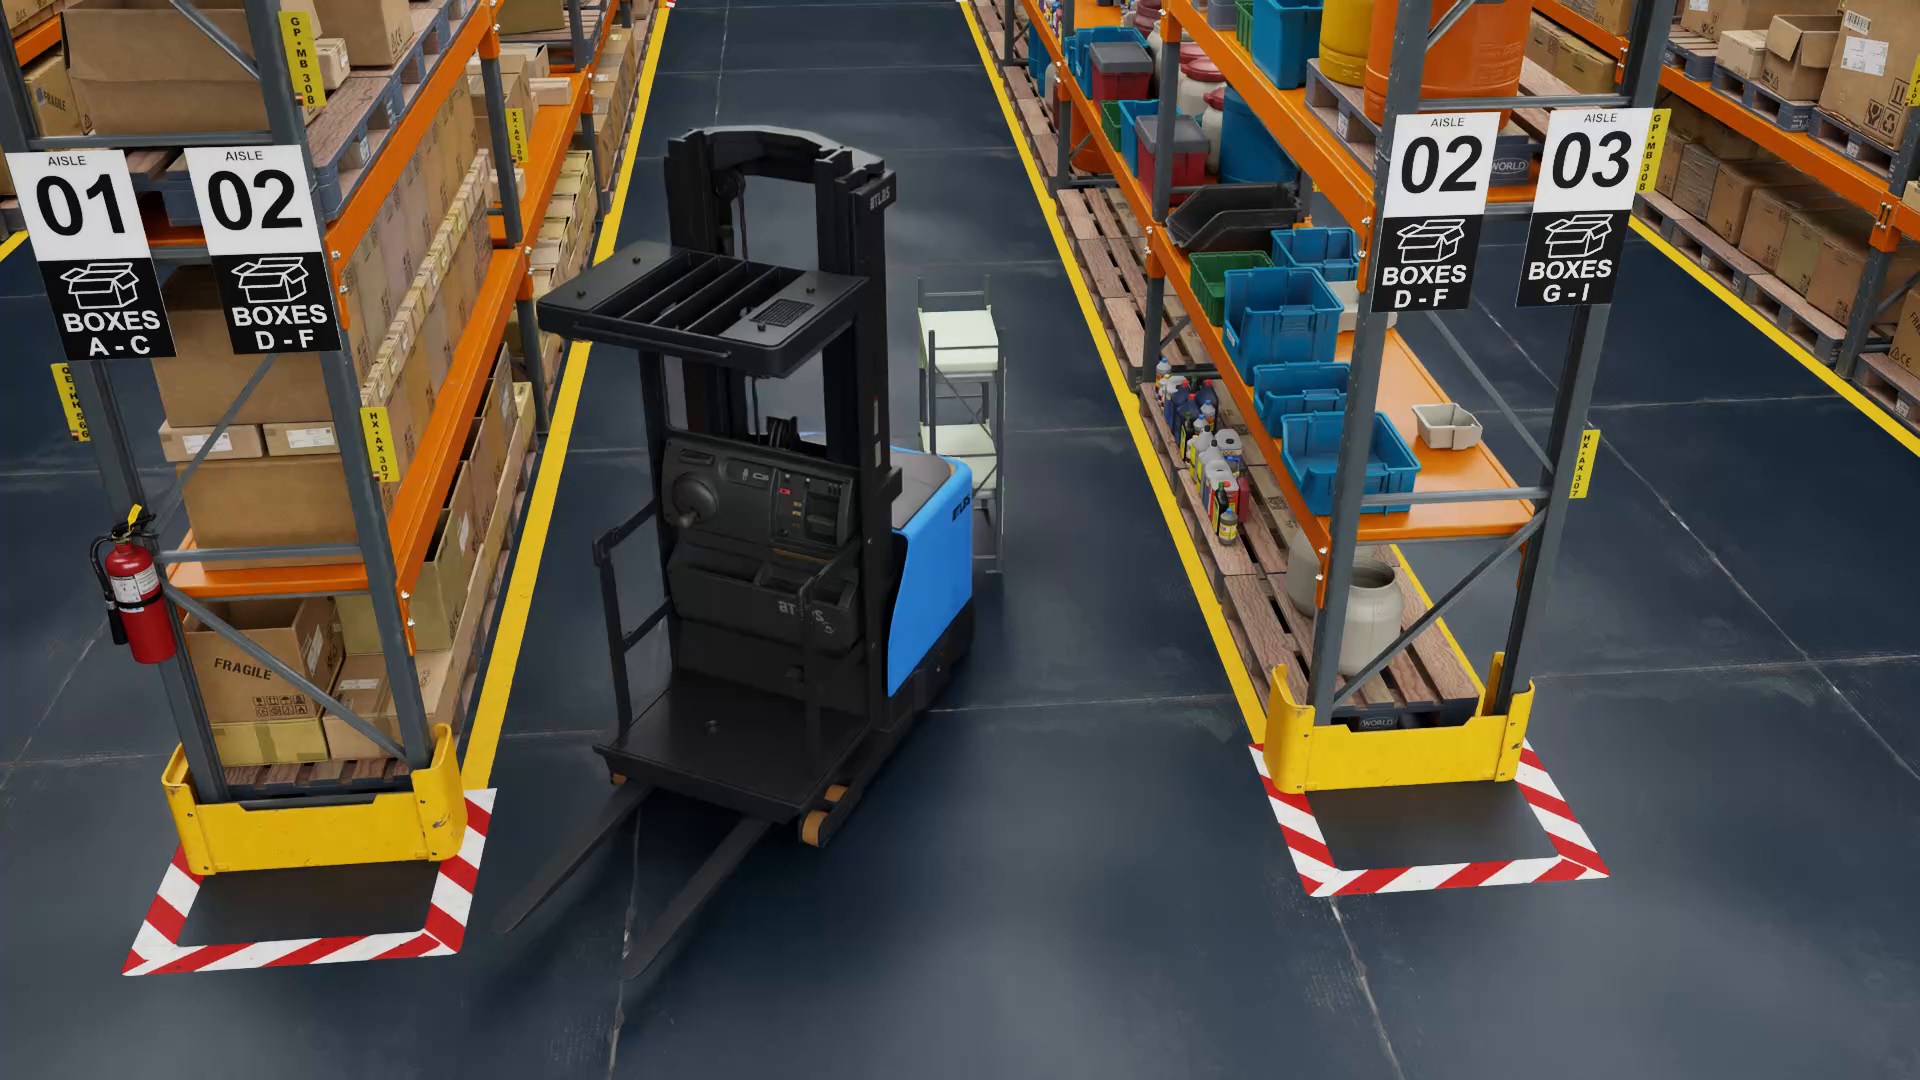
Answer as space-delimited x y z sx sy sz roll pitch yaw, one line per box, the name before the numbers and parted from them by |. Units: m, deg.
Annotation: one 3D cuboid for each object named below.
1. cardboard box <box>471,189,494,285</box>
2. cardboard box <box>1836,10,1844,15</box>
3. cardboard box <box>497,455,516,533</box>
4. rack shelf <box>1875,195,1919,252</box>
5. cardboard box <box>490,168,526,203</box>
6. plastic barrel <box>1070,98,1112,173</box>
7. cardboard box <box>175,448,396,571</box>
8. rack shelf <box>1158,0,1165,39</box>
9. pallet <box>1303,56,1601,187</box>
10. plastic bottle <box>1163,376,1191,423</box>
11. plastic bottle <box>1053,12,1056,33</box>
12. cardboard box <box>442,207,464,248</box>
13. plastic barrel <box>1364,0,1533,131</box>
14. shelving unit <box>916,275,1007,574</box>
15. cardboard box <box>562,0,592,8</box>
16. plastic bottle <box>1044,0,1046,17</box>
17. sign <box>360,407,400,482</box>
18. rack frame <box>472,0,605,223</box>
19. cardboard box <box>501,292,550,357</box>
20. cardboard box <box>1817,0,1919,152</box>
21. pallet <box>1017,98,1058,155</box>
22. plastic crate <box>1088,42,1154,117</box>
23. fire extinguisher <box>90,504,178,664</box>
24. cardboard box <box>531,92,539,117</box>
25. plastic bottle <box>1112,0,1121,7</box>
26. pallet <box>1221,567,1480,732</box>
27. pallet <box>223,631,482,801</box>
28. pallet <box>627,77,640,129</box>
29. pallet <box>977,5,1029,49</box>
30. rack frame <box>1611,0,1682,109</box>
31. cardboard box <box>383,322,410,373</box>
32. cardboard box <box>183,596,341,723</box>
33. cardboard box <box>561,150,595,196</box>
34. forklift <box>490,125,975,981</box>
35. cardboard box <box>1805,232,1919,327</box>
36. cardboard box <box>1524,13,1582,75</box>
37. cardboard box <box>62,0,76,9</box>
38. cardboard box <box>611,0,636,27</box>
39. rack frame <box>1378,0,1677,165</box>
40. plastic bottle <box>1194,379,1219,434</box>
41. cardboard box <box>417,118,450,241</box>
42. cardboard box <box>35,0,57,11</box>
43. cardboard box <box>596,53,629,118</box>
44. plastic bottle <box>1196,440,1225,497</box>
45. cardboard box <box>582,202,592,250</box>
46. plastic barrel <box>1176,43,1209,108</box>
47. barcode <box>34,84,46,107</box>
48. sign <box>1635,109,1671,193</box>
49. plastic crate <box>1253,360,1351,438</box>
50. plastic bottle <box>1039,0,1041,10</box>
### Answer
cardboard box | -3.155 -1.802 9.745 0.700 0.500 0.500 -4 31 -6
cardboard box | 10.455 -6.138 19.471 0.380 0.149 0.250 -4 31 -6
cardboard box | -2.843 -0.249 9.513 0.500 0.250 0.500 -3 31 -5
rack shelf | 6.848 -1.128 9.416 1.077 0.370 4.000 -3 31 -5
cardboard box | -3.082 -2.340 10.987 0.380 0.149 0.250 -3 31 -5
plastic barrel | 1.293 -3.761 14.828 0.600 0.830 0.708 -3 31 -5
cardboard box | -2.860 -0.225 7.105 0.700 0.500 0.500 -3 31 -5
rack shelf | 1.543 -4.221 11.668 1.077 0.370 4.000 -3 31 -5
pallet | 2.123 -1.813 7.119 1.003 0.211 1.213 -3 31 -5
plastic bottle | 1.380 -0.893 10.547 0.152 0.276 0.135 -2 31 -3
plastic bottle | 0.870 -4.591 14.705 0.097 0.201 0.097 0 31 0
cardboard box | -2.871 -1.659 8.872 0.380 0.149 0.250 -3 31 -5
plastic barrel | 1.931 -2.073 6.543 0.600 0.830 0.708 -3 31 -5
shelving unit | 0.001 -0.640 9.360 0.431 1.500 0.755 -3 31 -5
cardboard box | -3.643 -5.043 14.761 0.700 0.500 0.500 3 31 5
plastic bottle | 0.815 -4.890 15.205 0.097 0.201 0.097 0 31 0
sign | -2.276 -0.373 6.527 0.100 0.325 0.005 -3 31 -5
rack frame | -3.576 -4.028 13.568 1.000 3.000 0.127 -3 31 -5
cardboard box | -2.993 -1.449 10.976 0.500 0.311 0.500 -3 31 -4
cardboard box | 6.726 -3.309 11.370 1.000 1.000 1.000 -3 31 -4
pallet | 1.130 -4.088 16.388 1.003 0.211 1.213 -3 31 -5
plastic crate | 1.202 -3.451 12.540 0.402 0.464 0.583 -3 31 -5
fire extinguisher | -3.280 0.172 6.612 0.296 0.674 0.183 -3 31 -5
cardboard box | -3.401 -3.272 12.547 0.380 0.149 0.250 -1 31 -1
plastic bottle | 1.508 -5.155 15.575 0.152 0.276 0.135 -3 31 -5
pallet | 1.979 0.567 8.595 1.003 0.211 1.213 -3 31 -5
pallet | -2.942 0.865 8.096 1.003 0.211 1.213 -3 31 -5
pallet | -3.836 -4.459 17.010 1.003 0.211 1.213 -3 31 -5
pallet | 0.758 -6.106 19.767 1.003 0.211 1.213 -3 31 -5
rack frame | 6.287 -4.501 14.360 1.000 3.000 0.127 -3 31 -5
cardboard box | -2.722 -0.867 7.546 0.380 0.149 0.250 -3 31 -5
cardboard box | -3.175 0.475 7.570 0.500 0.500 0.500 -3 31 -5
cardboard box | -3.282 -3.013 13.594 0.500 0.311 0.500 -2 31 -3
forklift | -0.978 -0.136 7.120 1.130 2.935 3.031 13 33 20
cardboard box | 6.625 -1.889 11.995 0.700 0.500 0.500 -5 31 -8
cardboard box | 6.168 -4.578 16.151 1.225 0.875 0.875 -3 31 -4
cardboard box | -8.502 -5.050 15.506 0.380 0.149 0.250 -3 31 -5
cardboard box | -4.131 -6.146 19.120 0.797 0.503 0.637 -3 31 -5
rack frame | 2.103 -2.754 5.586 1.000 3.000 0.127 -3 31 -5
plastic bottle | 1.535 -0.848 10.398 0.144 0.351 0.185 -3 31 -5
cardboard box | -3.060 -1.846 8.552 0.700 0.500 0.500 -3 31 -5
cardboard box | -8.440 -5.015 14.814 0.500 0.500 0.500 -2 31 -3
cardboard box | -3.534 -4.439 16.265 0.500 0.500 0.500 -2 31 -4
plastic bottle | 1.466 -0.432 9.703 0.144 0.351 0.185 -2 31 -3
cardboard box | -3.233 -2.508 13.295 0.500 0.250 0.500 -3 31 -5
plastic barrel | 1.749 -3.374 12.341 0.433 0.535 0.433 0 31 0
barcode | -3.337 -1.611 6.031 0.001 0.075 0.075 -3 31 -5
sign | 2.651 -1.495 6.393 0.100 0.325 0.005 -3 31 -5
plastic crate | 1.704 -0.688 8.122 0.499 0.251 0.408 -3 31 -5
plastic bottle | 0.813 -5.095 15.403 0.144 0.351 0.185 -3 31 -5
